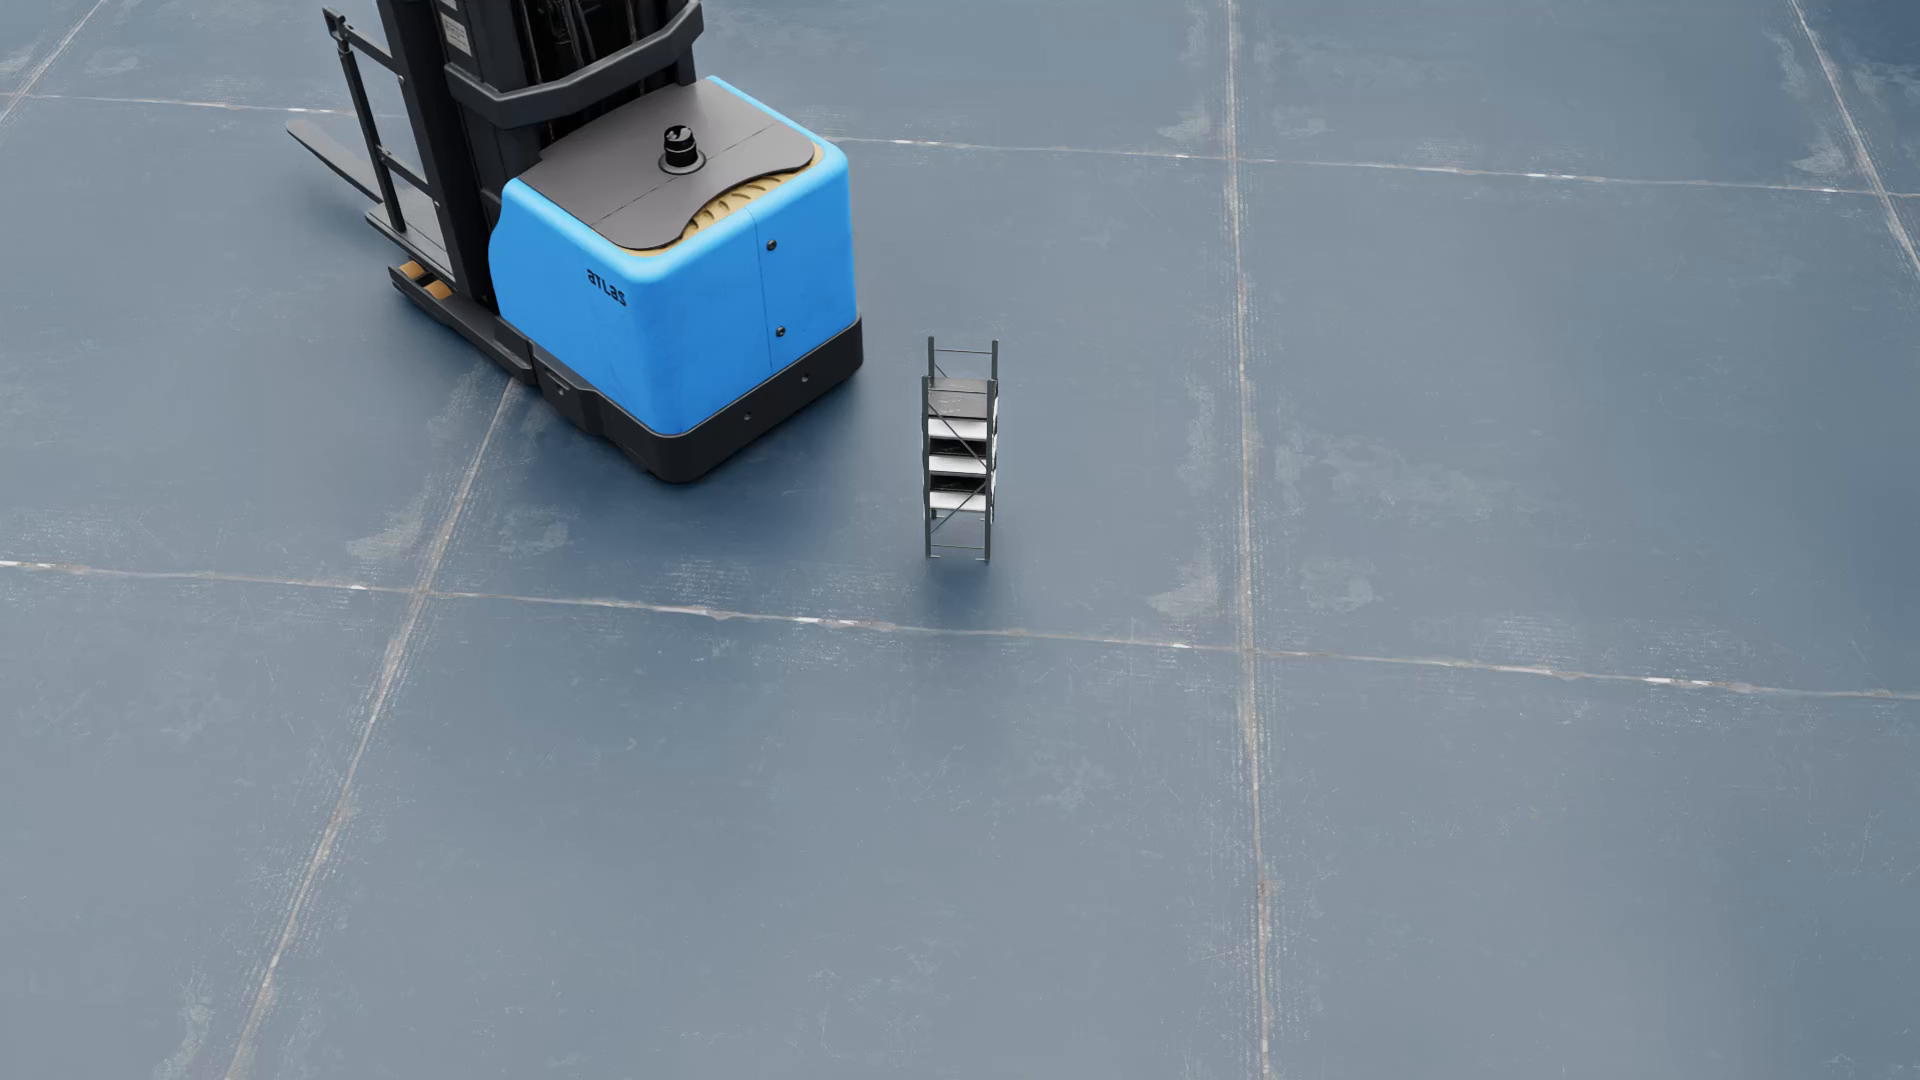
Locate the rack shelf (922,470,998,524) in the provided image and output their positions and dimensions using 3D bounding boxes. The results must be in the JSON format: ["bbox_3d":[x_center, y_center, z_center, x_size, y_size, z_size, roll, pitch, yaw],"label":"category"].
[{"bbox_3d":[0.001,-0.166,6.081,0.258,0.077,0.200,4,48,4],"label":"rack shelf"}]

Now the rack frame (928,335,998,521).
[{"bbox_3d":[0.010,-0.384,5.992,0.240,0.900,0.006,4,48,4],"label":"rack frame"}]

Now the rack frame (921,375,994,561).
[{"bbox_3d":[-0.009,-0.235,5.855,0.240,0.900,0.006,4,48,4],"label":"rack frame"}]

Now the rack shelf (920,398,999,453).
[{"bbox_3d":[0.001,-0.409,5.815,0.258,0.077,0.200,4,48,4],"label":"rack shelf"}]

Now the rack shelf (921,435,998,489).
[{"bbox_3d":[0.001,-0.287,5.948,0.258,0.077,0.200,4,48,4],"label":"rack shelf"}]

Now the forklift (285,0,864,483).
[{"bbox_3d":[-1.810,-2.178,6.255,3.031,2.935,1.130,35,57,28],"label":"forklift"}]

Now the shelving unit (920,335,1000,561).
[{"bbox_3d":[0.001,-0.310,5.923,0.258,0.900,0.210,4,48,4],"label":"shelving unit"}]

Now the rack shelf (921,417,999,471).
[{"bbox_3d":[0.001,-0.348,5.882,0.258,0.077,0.200,4,48,4],"label":"rack shelf"}]

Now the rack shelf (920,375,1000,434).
[{"bbox_3d":[0.001,-0.469,5.749,0.258,0.077,0.200,4,48,4],"label":"rack shelf"}]

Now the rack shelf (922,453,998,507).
[{"bbox_3d":[0.001,-0.226,6.014,0.258,0.077,0.200,4,48,4],"label":"rack shelf"}]
